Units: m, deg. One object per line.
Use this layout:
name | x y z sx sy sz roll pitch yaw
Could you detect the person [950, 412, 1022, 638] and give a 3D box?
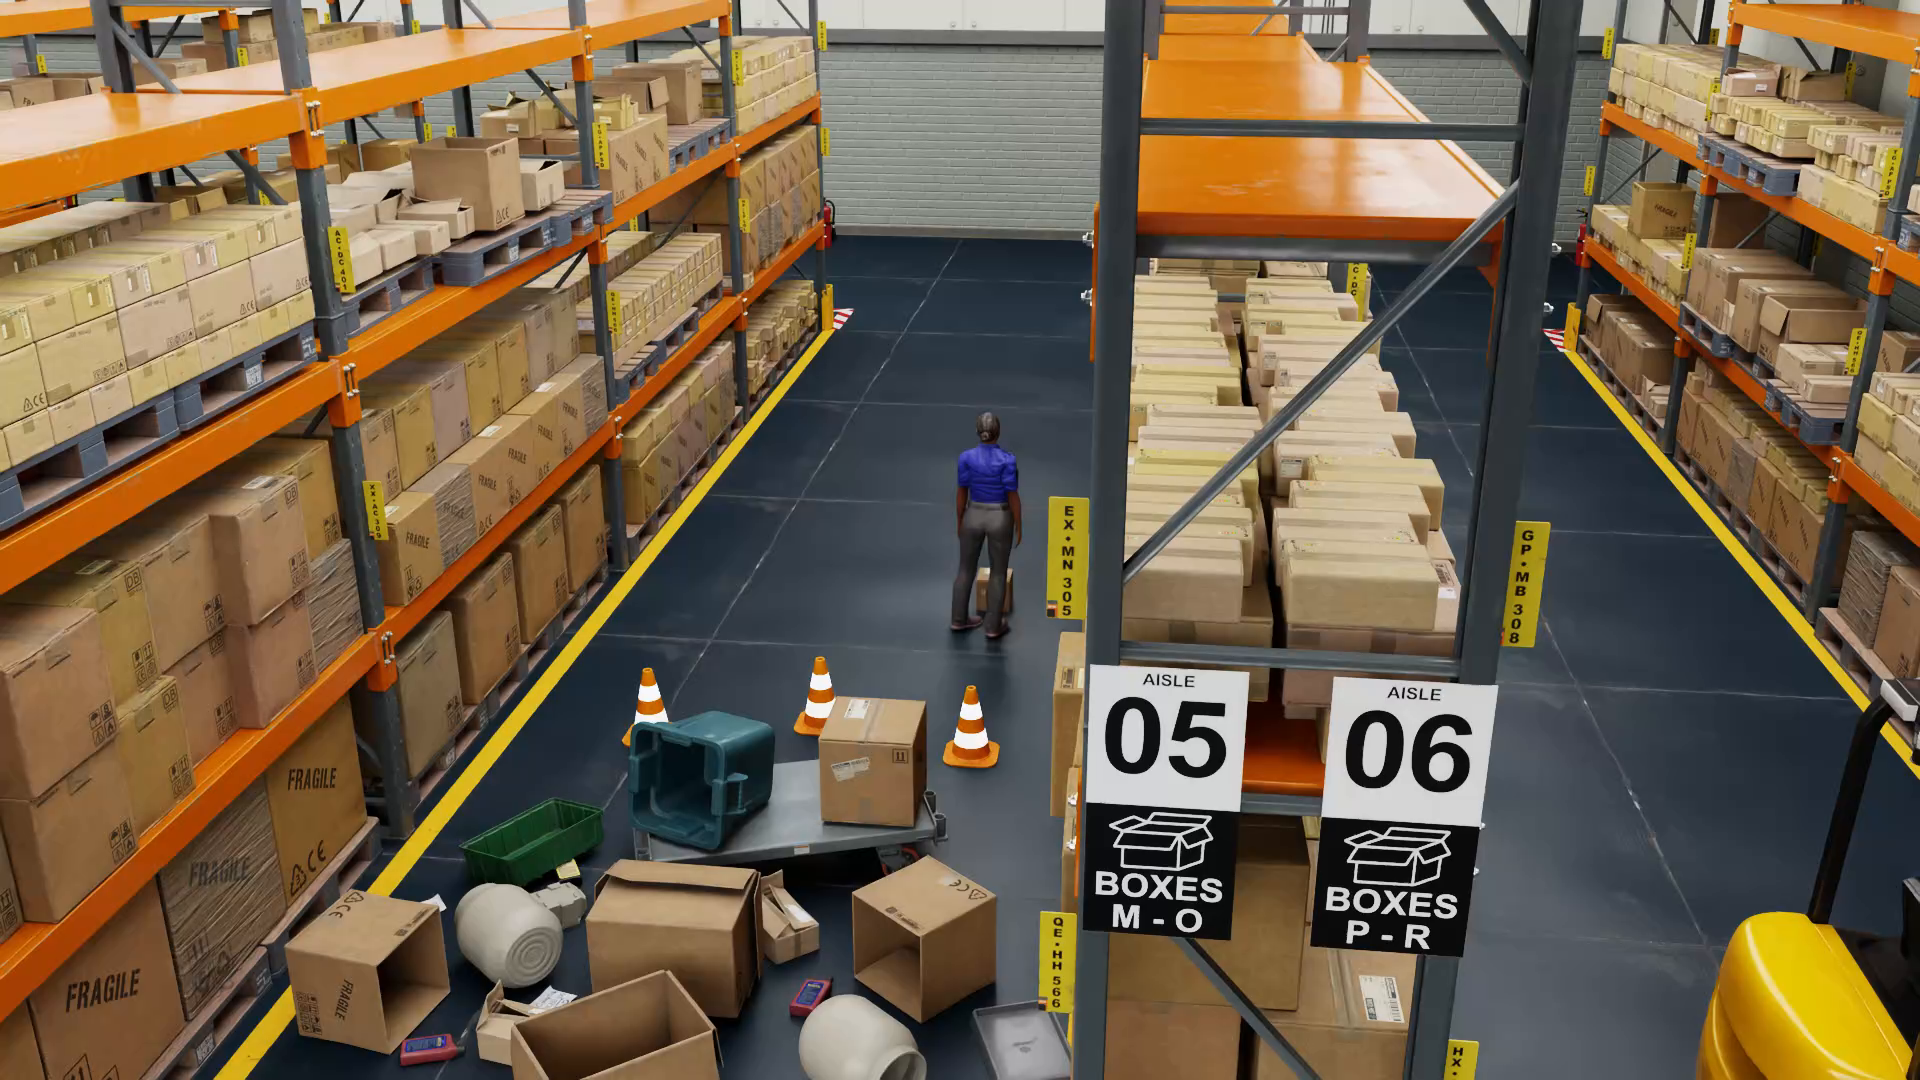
person | 0.189 -0.112 11.762 0.514 1.667 0.348 5 22 14
